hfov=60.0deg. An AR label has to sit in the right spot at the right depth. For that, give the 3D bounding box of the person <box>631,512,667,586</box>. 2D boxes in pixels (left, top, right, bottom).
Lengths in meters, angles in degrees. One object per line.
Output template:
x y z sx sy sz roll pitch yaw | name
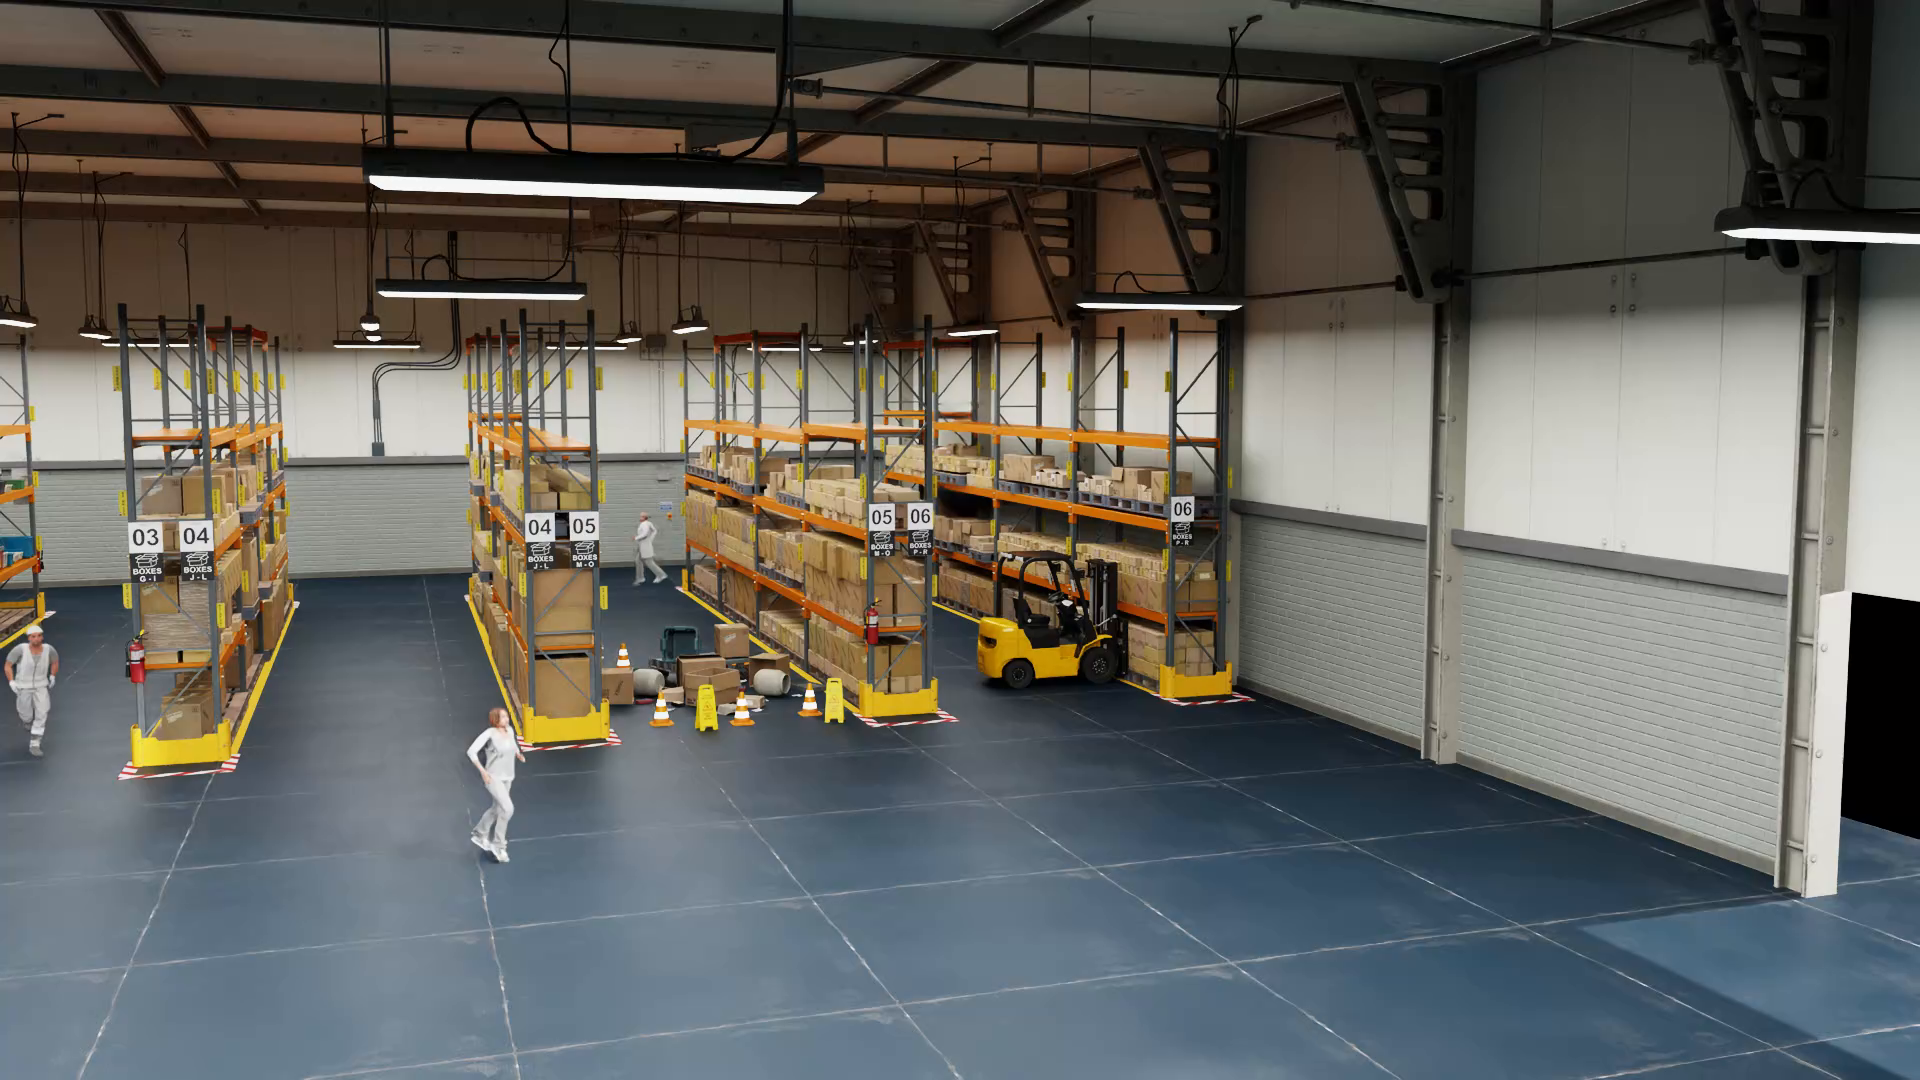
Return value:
-7.670 0.233 40.943 0.892 1.838 0.693 -1 5 -8 | person

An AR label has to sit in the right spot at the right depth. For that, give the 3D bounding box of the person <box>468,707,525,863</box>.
-4.883 2.564 17.522 0.671 1.655 0.547 2 6 24 | person

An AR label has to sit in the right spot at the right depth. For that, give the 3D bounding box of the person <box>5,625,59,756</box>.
-12.600 2.011 22.604 0.662 1.759 0.895 -4 7 -37 | person
